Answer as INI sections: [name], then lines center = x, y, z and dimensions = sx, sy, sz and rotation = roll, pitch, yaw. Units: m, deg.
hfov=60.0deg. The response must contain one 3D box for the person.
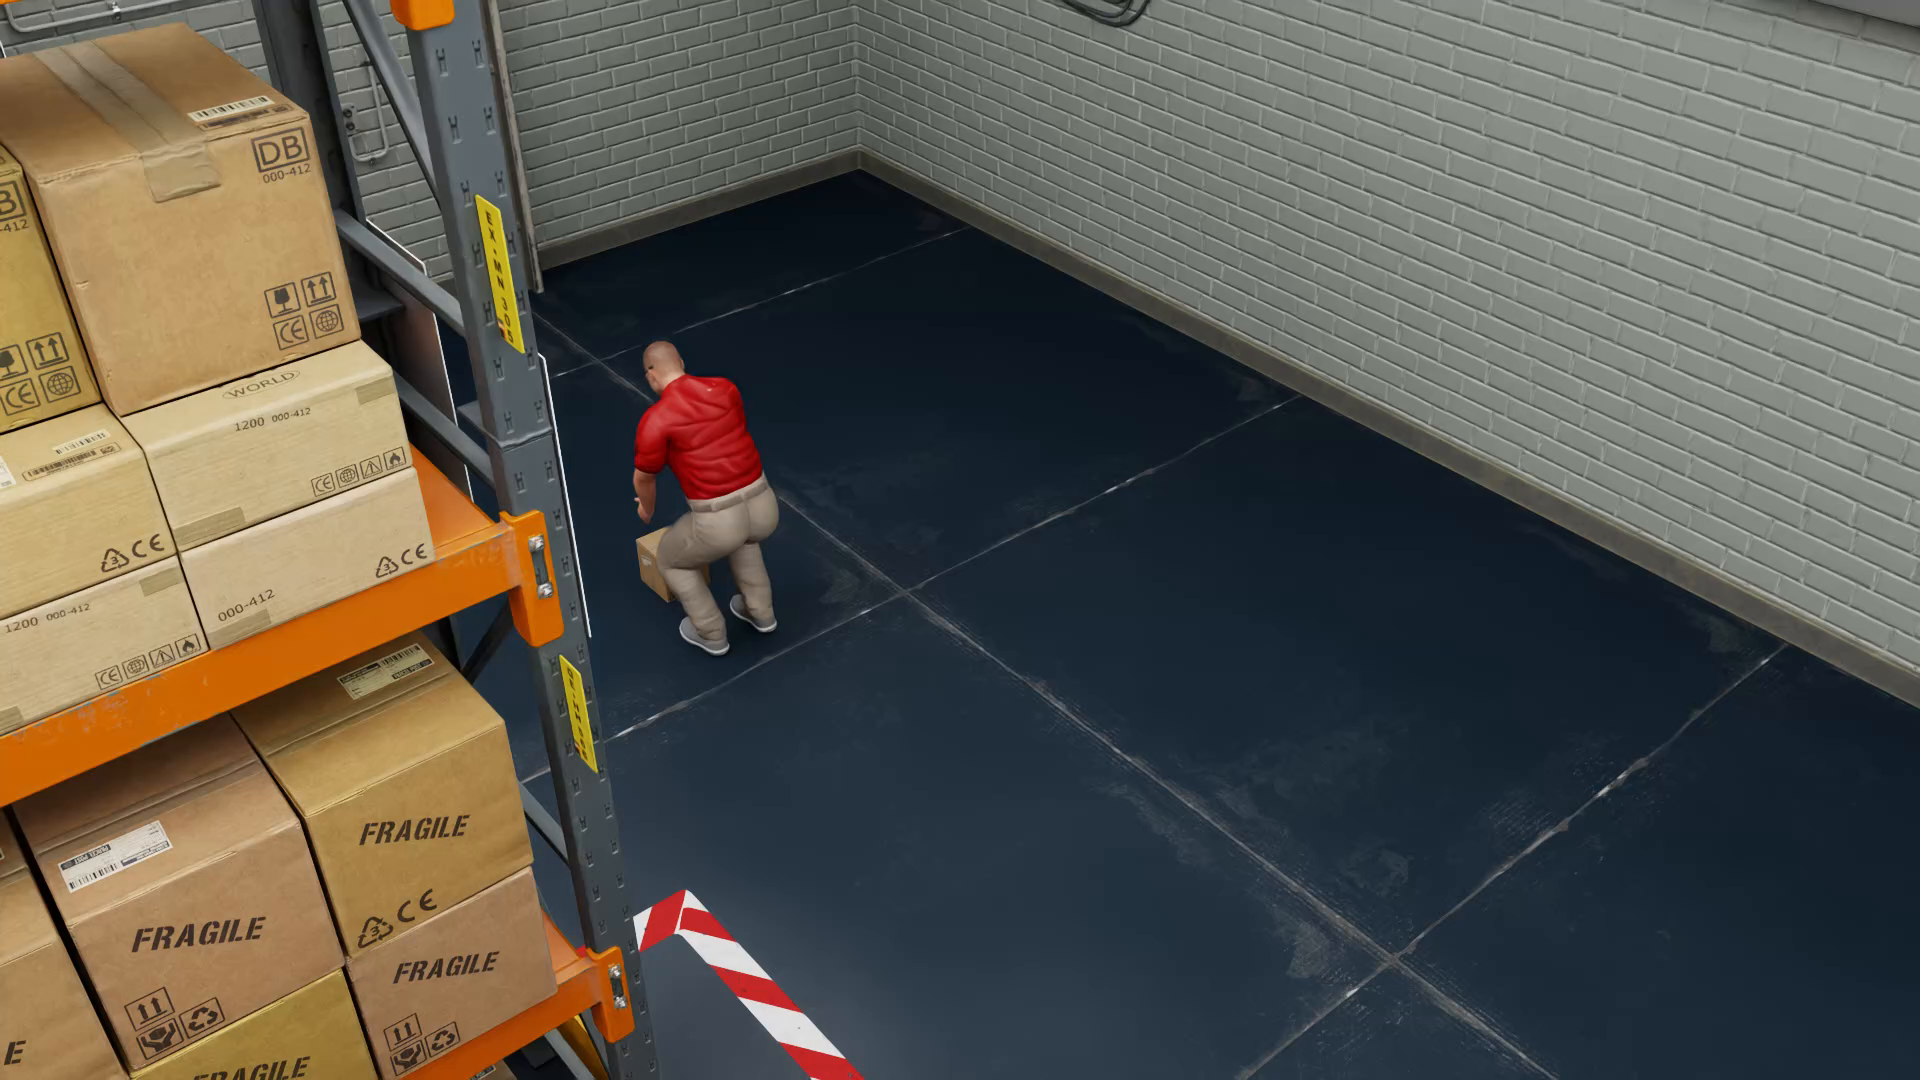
[person]
center = -1.171, -0.172, 7.572
dimensions = 0.588, 1.459, 0.621
rotation = -26, 43, -31
